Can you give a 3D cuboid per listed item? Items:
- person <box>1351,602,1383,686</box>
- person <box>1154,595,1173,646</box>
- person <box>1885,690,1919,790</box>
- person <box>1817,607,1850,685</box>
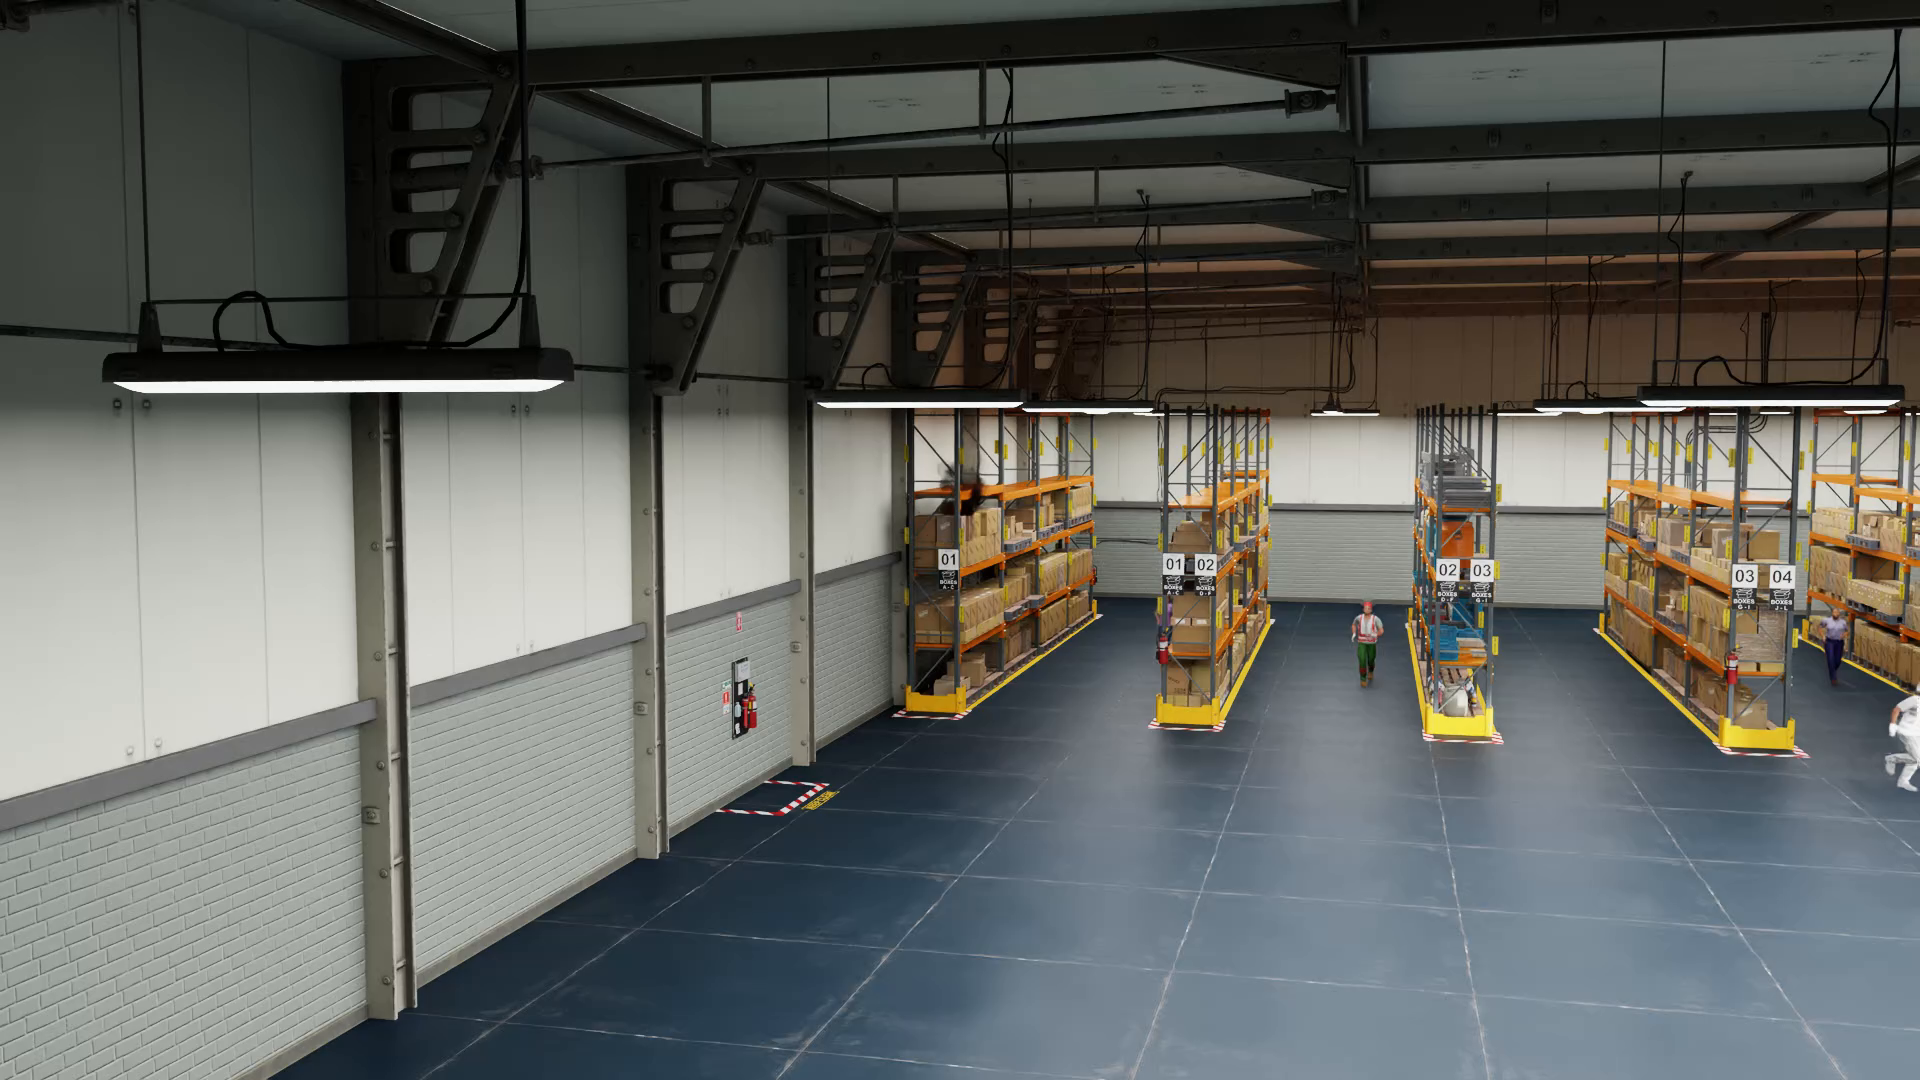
[{"bbox_3d":[8.745,2.212,35.735,0.678,1.770,0.975,1,4,18],"label":"person"},{"bbox_3d":[4.866,2.056,39.522,0.522,1.556,0.592,1,4,10],"label":"person"},{"bbox_3d":[14.729,3.015,25.707,0.675,1.701,0.756,-3,5,-35],"label":"person"},{"bbox_3d":[18.938,2.274,36.029,0.617,1.649,0.837,1,4,11],"label":"person"}]
